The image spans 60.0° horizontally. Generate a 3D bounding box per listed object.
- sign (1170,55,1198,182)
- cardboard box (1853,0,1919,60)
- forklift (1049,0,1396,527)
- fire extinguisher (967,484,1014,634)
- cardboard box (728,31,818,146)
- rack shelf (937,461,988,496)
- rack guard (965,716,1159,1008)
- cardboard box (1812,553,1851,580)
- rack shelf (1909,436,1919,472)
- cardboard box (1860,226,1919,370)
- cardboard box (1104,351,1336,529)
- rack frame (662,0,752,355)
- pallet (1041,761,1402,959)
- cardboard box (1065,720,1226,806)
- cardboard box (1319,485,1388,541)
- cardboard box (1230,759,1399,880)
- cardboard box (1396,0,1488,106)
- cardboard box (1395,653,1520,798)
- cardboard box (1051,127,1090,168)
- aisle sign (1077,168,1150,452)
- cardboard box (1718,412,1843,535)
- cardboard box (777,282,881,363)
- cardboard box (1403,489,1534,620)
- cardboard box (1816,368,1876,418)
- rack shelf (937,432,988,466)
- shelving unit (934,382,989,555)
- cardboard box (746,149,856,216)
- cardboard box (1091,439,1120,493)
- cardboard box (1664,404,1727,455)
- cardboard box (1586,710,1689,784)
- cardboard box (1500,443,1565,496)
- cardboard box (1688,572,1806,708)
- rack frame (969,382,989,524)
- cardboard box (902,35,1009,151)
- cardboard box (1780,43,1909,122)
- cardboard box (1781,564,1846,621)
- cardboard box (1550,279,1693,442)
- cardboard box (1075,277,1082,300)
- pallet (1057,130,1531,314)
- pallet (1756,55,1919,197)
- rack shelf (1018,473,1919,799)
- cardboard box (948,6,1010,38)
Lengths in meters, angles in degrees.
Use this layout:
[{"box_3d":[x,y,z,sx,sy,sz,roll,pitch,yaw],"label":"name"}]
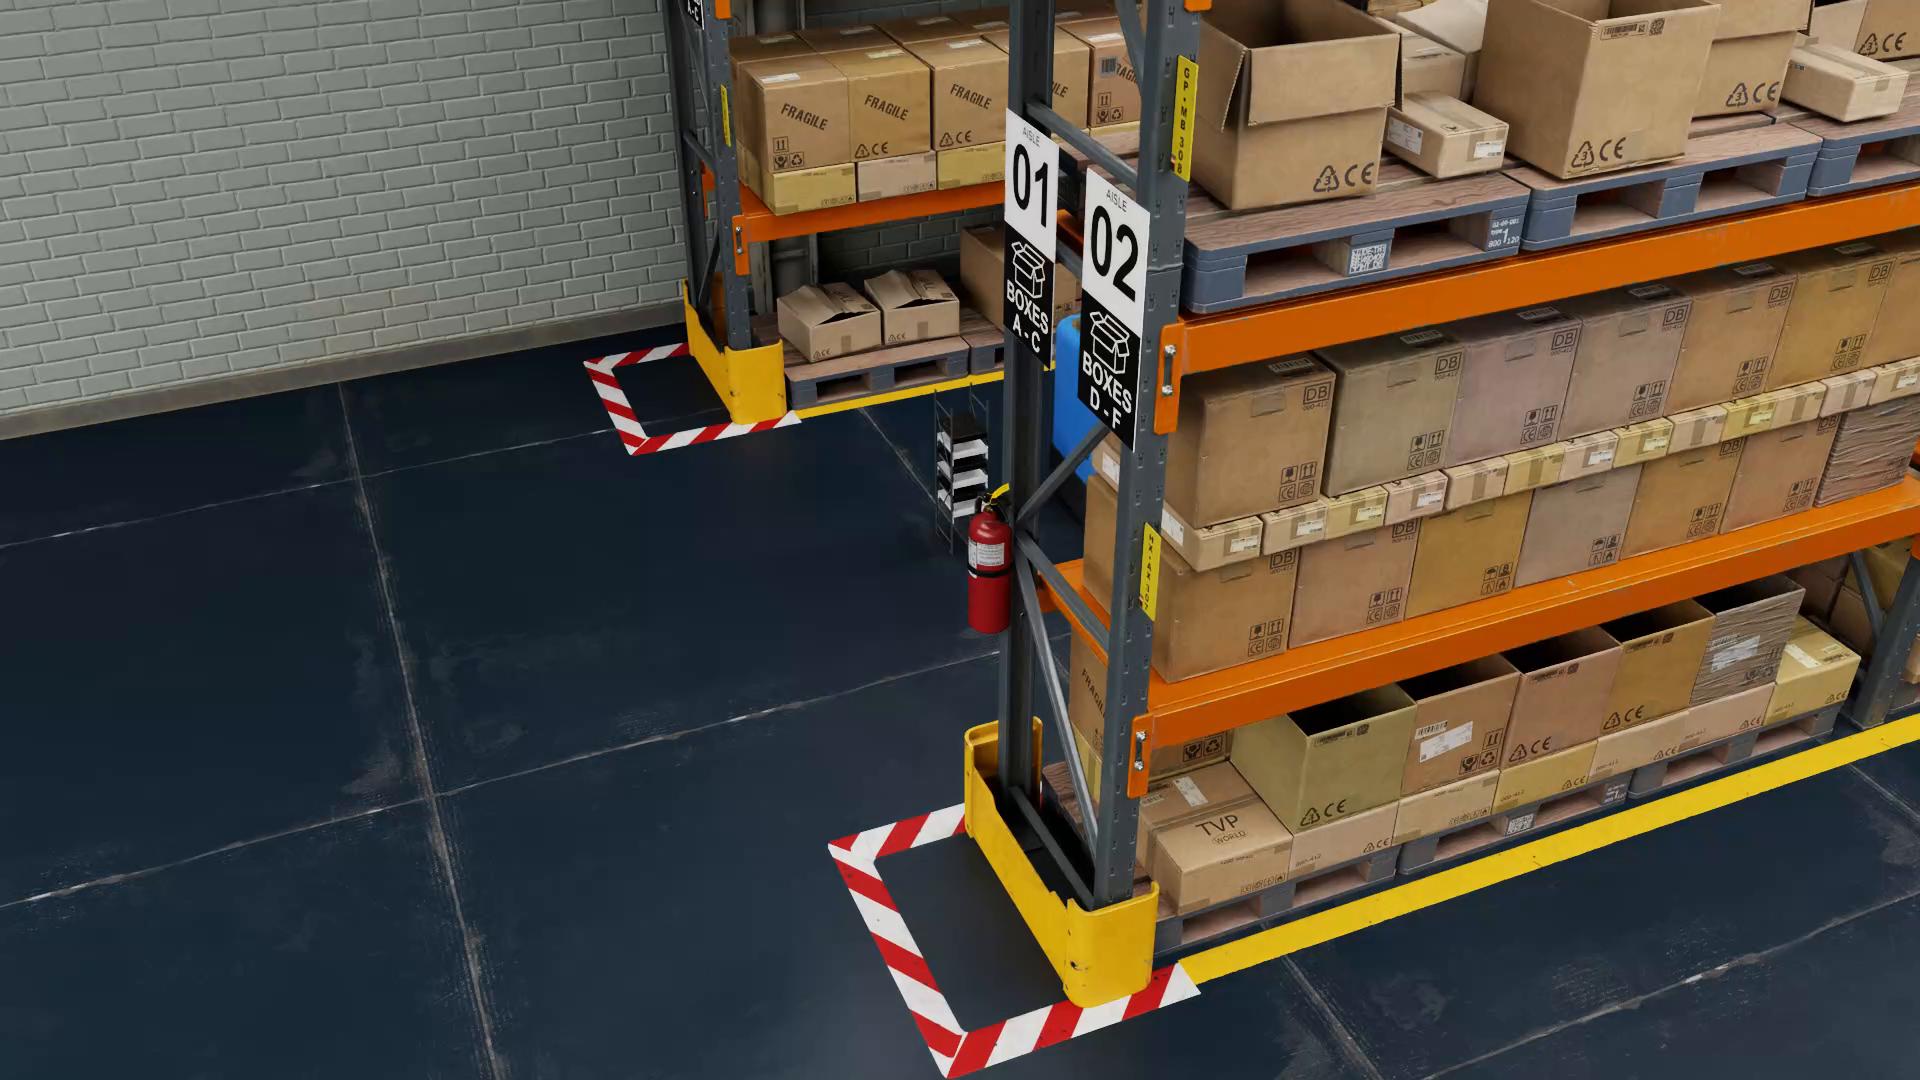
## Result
[{"box_3d":[0.616,-1.156,4.570,0.005,0.325,0.100,-13,35,-19],"label":"sign"},{"box_3d":[3.528,-2.184,6.419,0.500,0.500,0.500,-10,34,-15],"label":"cardboard box"},{"box_3d":[2.087,-1.558,8.875,3.031,2.935,1.130,-10,34,-16],"label":"forklift"},{"box_3d":[0.117,0.044,6.421,0.183,0.674,0.296,-13,35,-19],"label":"fire extinguisher"},{"box_3d":[-1.163,-2.736,10.055,0.500,0.500,0.500,-13,35,-19],"label":"cardboard box"},{"box_3d":[0.007,-0.351,8.943,0.200,0.077,0.258,-13,35,-19],"label":"rack shelf"},{"box_3d":[0.384,1.273,6.753,0.348,0.500,1.175,-13,35,-19],"label":"rack guard"},{"box_3d":[4.357,-0.113,8.213,0.500,0.311,0.500,-13,35,-19],"label":"cardboard box"},{"box_3d":[5.938,-0.745,8.222,4.000,0.370,1.077,-13,35,-19],"label":"rack shelf"},{"box_3d":[3.688,-1.113,6.847,0.500,0.500,0.700,-13,35,-19],"label":"cardboard box"},{"box_3d":[0.890,-0.469,5.857,0.500,0.500,0.700,-13,35,-19],"label":"cardboard box"},{"box_3d":[-1.515,-2.270,9.906,0.127,3.000,1.000,-13,35,-19],"label":"rack frame"},{"box_3d":[1.095,1.206,7.120,1.213,0.211,1.003,-13,35,-19],"label":"pallet"},{"box_3d":[0.786,0.935,7.117,0.500,0.250,0.500,-13,35,-19],"label":"cardboard box"},{"box_3d":[1.324,-0.177,6.004,0.250,0.149,0.380,-13,35,-19],"label":"cardboard box"},{"box_3d":[1.446,1.088,6.882,0.500,0.250,0.500,-13,35,-19],"label":"cardboard box"},{"box_3d":[1.879,-1.728,5.891,0.500,0.311,0.500,-9,34,-13],"label":"cardboard box"},{"box_3d":[1.903,0.662,6.848,0.500,0.500,0.500,-13,35,-19],"label":"cardboard box"},{"box_3d":[0.470,-2.486,10.357,0.500,0.250,0.500,-13,35,-19],"label":"cardboard box"},{"box_3d":[0.464,-0.702,5.112,0.004,0.787,0.394,-13,35,-19],"label":"aisle sign"},{"box_3d":[3.204,-0.455,7.025,0.500,0.500,0.700,-13,35,-19],"label":"cardboard box"},{"box_3d":[-0.842,-1.428,10.675,0.500,0.311,0.500,-17,37,-24],"label":"cardboard box"},{"box_3d":[1.784,-0.129,6.524,0.500,0.500,0.700,-13,35,-19],"label":"cardboard box"},{"box_3d":[3.457,-0.665,6.754,0.250,0.149,0.380,-14,36,-20],"label":"cardboard box"},{"box_3d":[0.008,-0.502,8.845,0.200,0.077,0.258,-13,35,-19],"label":"rack shelf"},{"box_3d":[0.007,-0.379,8.925,0.210,0.900,0.258,-13,35,-19],"label":"shelving unit"},{"box_3d":[-0.942,-2.159,9.855,0.500,0.250,0.500,-14,36,-20],"label":"cardboard box"},{"box_3d":[0.685,-0.270,6.146,0.250,0.149,0.380,-13,35,-20],"label":"cardboard box"},{"box_3d":[2.755,-0.506,6.508,0.250,0.149,0.380,-12,35,-18],"label":"cardboard box"},{"box_3d":[2.831,0.774,7.365,0.500,0.250,0.500,-13,35,-19],"label":"cardboard box"},{"box_3d":[2.038,-0.341,6.255,0.250,0.149,0.380,-13,35,-20],"label":"cardboard box"},{"box_3d":[3.286,0.345,7.335,0.500,0.500,0.500,-13,35,-19],"label":"cardboard box"},{"box_3d":[0.101,-0.400,8.958,0.006,0.900,0.240,-13,35,-19],"label":"rack frame"},{"box_3d":[-0.020,-2.685,9.975,0.500,0.500,0.500,-14,36,-20],"label":"cardboard box"},{"box_3d":[3.088,-1.619,5.872,0.250,0.149,0.380,-13,35,-19],"label":"cardboard box"},{"box_3d":[4.364,0.119,8.371,0.500,0.250,0.500,-13,35,-19],"label":"cardboard box"},{"box_3d":[2.299,-0.795,6.359,0.500,0.500,0.700,-13,35,-19],"label":"cardboard box"},{"box_3d":[0.691,-1.776,11.358,0.250,0.149,0.380,-16,36,-23],"label":"cardboard box"},{"box_3d":[1.068,-1.136,5.495,1.213,0.211,1.003,-13,35,-19],"label":"pallet"},{"box_3d":[3.318,-1.651,6.286,1.213,0.211,1.003,-13,35,-19],"label":"pallet"},{"box_3d":[2.250,0.099,6.924,4.000,0.370,1.077,-13,35,-19],"label":"rack shelf"},{"box_3d":[0.245,-3.055,10.545,0.500,0.500,0.500,-12,35,-18],"label":"cardboard box"}]
